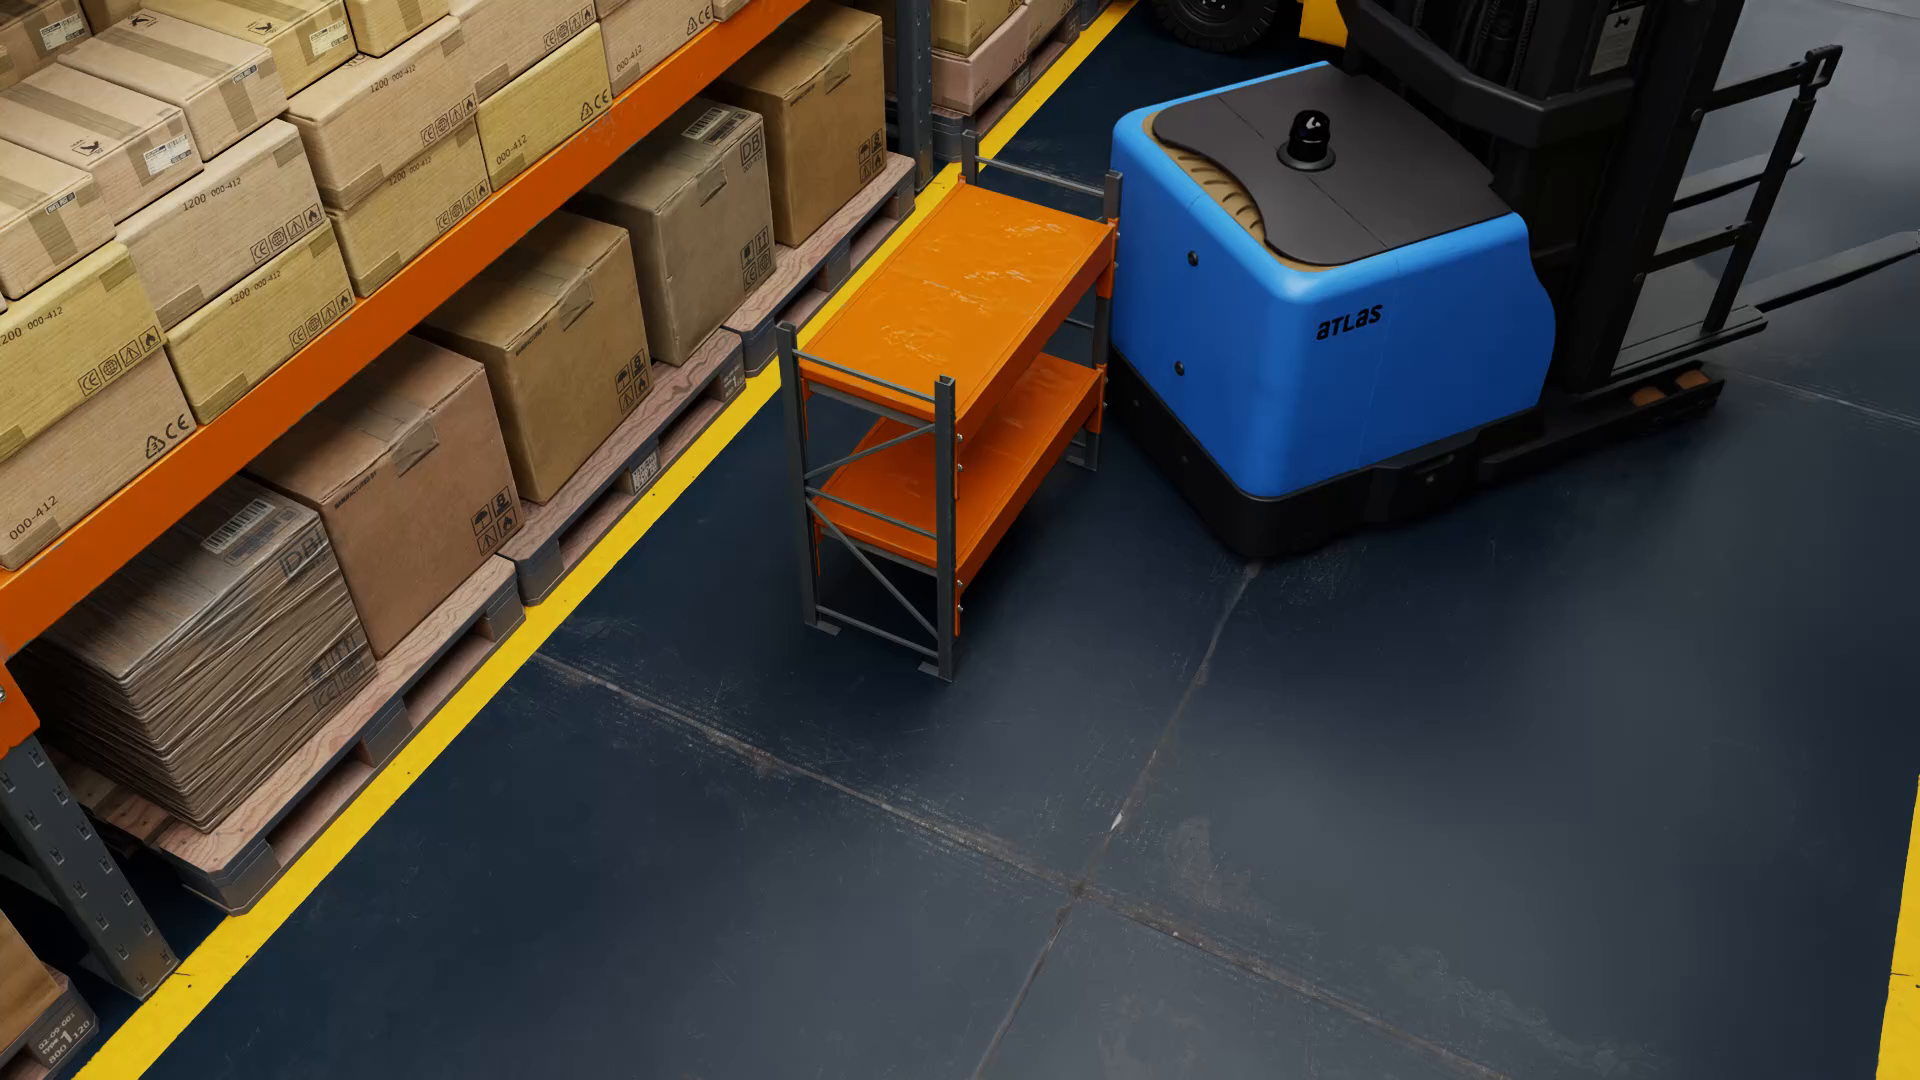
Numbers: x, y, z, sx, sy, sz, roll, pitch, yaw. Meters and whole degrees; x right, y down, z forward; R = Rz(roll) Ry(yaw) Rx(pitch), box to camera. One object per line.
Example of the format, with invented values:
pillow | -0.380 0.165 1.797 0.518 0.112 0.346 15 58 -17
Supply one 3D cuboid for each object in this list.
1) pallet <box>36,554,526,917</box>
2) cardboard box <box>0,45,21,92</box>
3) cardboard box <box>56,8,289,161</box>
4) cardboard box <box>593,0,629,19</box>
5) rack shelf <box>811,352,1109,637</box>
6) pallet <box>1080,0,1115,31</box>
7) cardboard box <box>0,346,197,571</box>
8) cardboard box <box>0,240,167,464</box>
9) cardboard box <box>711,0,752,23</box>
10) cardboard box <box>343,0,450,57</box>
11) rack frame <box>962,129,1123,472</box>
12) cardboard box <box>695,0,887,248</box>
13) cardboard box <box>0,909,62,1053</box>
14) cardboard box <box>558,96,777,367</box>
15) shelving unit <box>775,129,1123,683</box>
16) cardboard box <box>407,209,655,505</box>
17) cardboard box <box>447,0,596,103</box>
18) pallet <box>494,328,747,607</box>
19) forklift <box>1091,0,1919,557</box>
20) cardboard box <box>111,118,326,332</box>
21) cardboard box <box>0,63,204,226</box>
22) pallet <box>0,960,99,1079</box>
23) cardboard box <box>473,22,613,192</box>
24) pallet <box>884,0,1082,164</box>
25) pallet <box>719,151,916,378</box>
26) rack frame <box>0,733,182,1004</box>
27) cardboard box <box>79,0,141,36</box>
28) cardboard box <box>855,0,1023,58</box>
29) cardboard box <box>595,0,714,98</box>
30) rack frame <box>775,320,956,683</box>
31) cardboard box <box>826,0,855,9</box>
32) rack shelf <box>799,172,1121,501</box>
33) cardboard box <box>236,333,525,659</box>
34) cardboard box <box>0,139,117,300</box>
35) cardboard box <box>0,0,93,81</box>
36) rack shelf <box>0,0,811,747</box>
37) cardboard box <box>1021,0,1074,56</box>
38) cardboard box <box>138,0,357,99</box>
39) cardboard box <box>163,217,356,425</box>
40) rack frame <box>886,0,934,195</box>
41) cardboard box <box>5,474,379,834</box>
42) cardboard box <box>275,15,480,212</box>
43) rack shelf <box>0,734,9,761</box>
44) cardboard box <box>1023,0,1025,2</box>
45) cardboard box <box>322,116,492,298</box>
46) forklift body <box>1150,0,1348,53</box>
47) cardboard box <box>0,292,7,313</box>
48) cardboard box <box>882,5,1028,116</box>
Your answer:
pallet | -2.017 0.363 4.743 1.003 0.211 1.213 20 49 19
cardboard box | -2.265 -0.991 3.594 0.380 0.149 0.250 20 49 19
cardboard box | -1.696 -0.986 3.589 0.380 0.149 0.250 21 49 19
cardboard box | -1.053 -1.714 4.589 0.500 0.250 0.500 21 49 20
rack shelf | -0.003 -0.219 5.020 0.538 0.278 1.000 20 49 19
pallet | 0.394 -2.910 7.977 1.003 0.211 1.213 20 49 19
cardboard box | -2.011 -0.258 3.501 0.500 0.250 0.500 21 49 19
cardboard box | -1.989 -0.425 3.315 0.500 0.250 0.500 20 49 19
cardboard box | -0.808 -1.856 5.081 0.500 0.250 0.500 20 49 19
cardboard box | -1.435 -1.295 3.894 0.380 0.149 0.250 21 49 20
rack frame | 0.233 -0.711 5.162 0.500 1.125 0.032 20 49 19
cardboard box | -0.809 -1.612 6.109 0.875 0.625 0.625 23 50 21
cardboard box | -2.440 0.957 3.658 0.500 0.500 0.500 22 49 20
cardboard box | -1.176 -1.126 5.628 0.875 0.625 0.625 20 49 19
shelving unit | -0.003 -0.391 4.846 0.538 1.125 1.048 20 49 19
cardboard box | -1.524 -0.651 5.159 0.875 0.625 0.625 19 48 17
cardboard box | -1.304 -1.403 4.281 0.500 0.250 0.500 21 49 20
pallet | -1.450 -0.403 5.500 1.003 0.211 1.213 20 49 19
forklift | 2.003 -1.703 4.872 3.031 2.935 1.130 -19 48 -18
cardboard box | -1.778 -0.749 3.635 0.500 0.250 0.500 22 49 20
cardboard box | -1.806 -0.817 3.422 0.380 0.149 0.250 22 49 20
pallet | -2.814 1.326 3.791 1.003 0.211 1.213 20 49 19
cardboard box | -1.298 -1.226 4.458 0.500 0.250 0.500 22 49 20
pallet | -0.171 -2.139 7.215 1.003 0.211 1.213 20 49 19
pallet | -0.885 -1.174 6.262 1.003 0.211 1.213 20 49 19
rack frame | -2.434 -0.112 3.251 1.000 3.000 0.127 20 49 19
cardboard box | -2.023 -1.308 3.907 0.380 0.149 0.250 20 49 19
cardboard box | -0.079 -2.191 6.593 0.500 0.250 0.500 20 49 19
cardboard box | -1.065 -1.554 4.782 0.500 0.250 0.500 21 49 19
rack frame | -0.239 -0.071 4.529 0.500 1.125 0.032 20 49 19
cardboard box | -0.533 -2.363 6.763 0.500 0.250 0.500 19 48 18
rack shelf | -0.003 -0.597 4.638 0.538 0.278 1.000 20 49 19
cardboard box | -1.836 -0.227 4.740 0.875 0.625 0.625 22 49 20
cardboard box | -1.902 -0.647 3.254 0.380 0.149 0.250 21 49 20
cardboard box | -2.213 -1.169 3.770 0.380 0.149 0.250 20 49 18
rack shelf | -1.505 -1.119 4.752 1.077 0.370 4.000 20 49 19
cardboard box | 0.163 -2.333 7.085 0.500 0.250 0.500 19 48 18
cardboard box | -1.605 -1.154 3.756 0.380 0.149 0.250 21 49 19
cardboard box | -1.774 -0.573 3.813 0.500 0.250 0.500 19 48 18
rack frame | -0.577 -2.632 5.742 1.000 3.000 0.127 20 49 19
cardboard box | -2.132 0.187 4.330 0.875 0.625 0.625 22 49 20
cardboard box | -1.519 -1.072 3.955 0.500 0.250 0.500 19 48 18
rack shelf | -3.362 1.401 2.262 1.077 0.370 4.000 20 49 19
cardboard box | 0.153 -2.509 6.907 0.500 0.250 0.500 20 49 19
cardboard box | -1.541 -0.900 4.136 0.500 0.250 0.500 19 48 18
forklift body | 2.015 -3.056 6.758 2.313 2.155 1.214 20 49 19
cardboard box | -2.025 -0.478 3.087 0.380 0.149 0.250 22 49 20
cardboard box | -0.059 -2.008 6.764 0.500 0.250 0.500 21 49 19
